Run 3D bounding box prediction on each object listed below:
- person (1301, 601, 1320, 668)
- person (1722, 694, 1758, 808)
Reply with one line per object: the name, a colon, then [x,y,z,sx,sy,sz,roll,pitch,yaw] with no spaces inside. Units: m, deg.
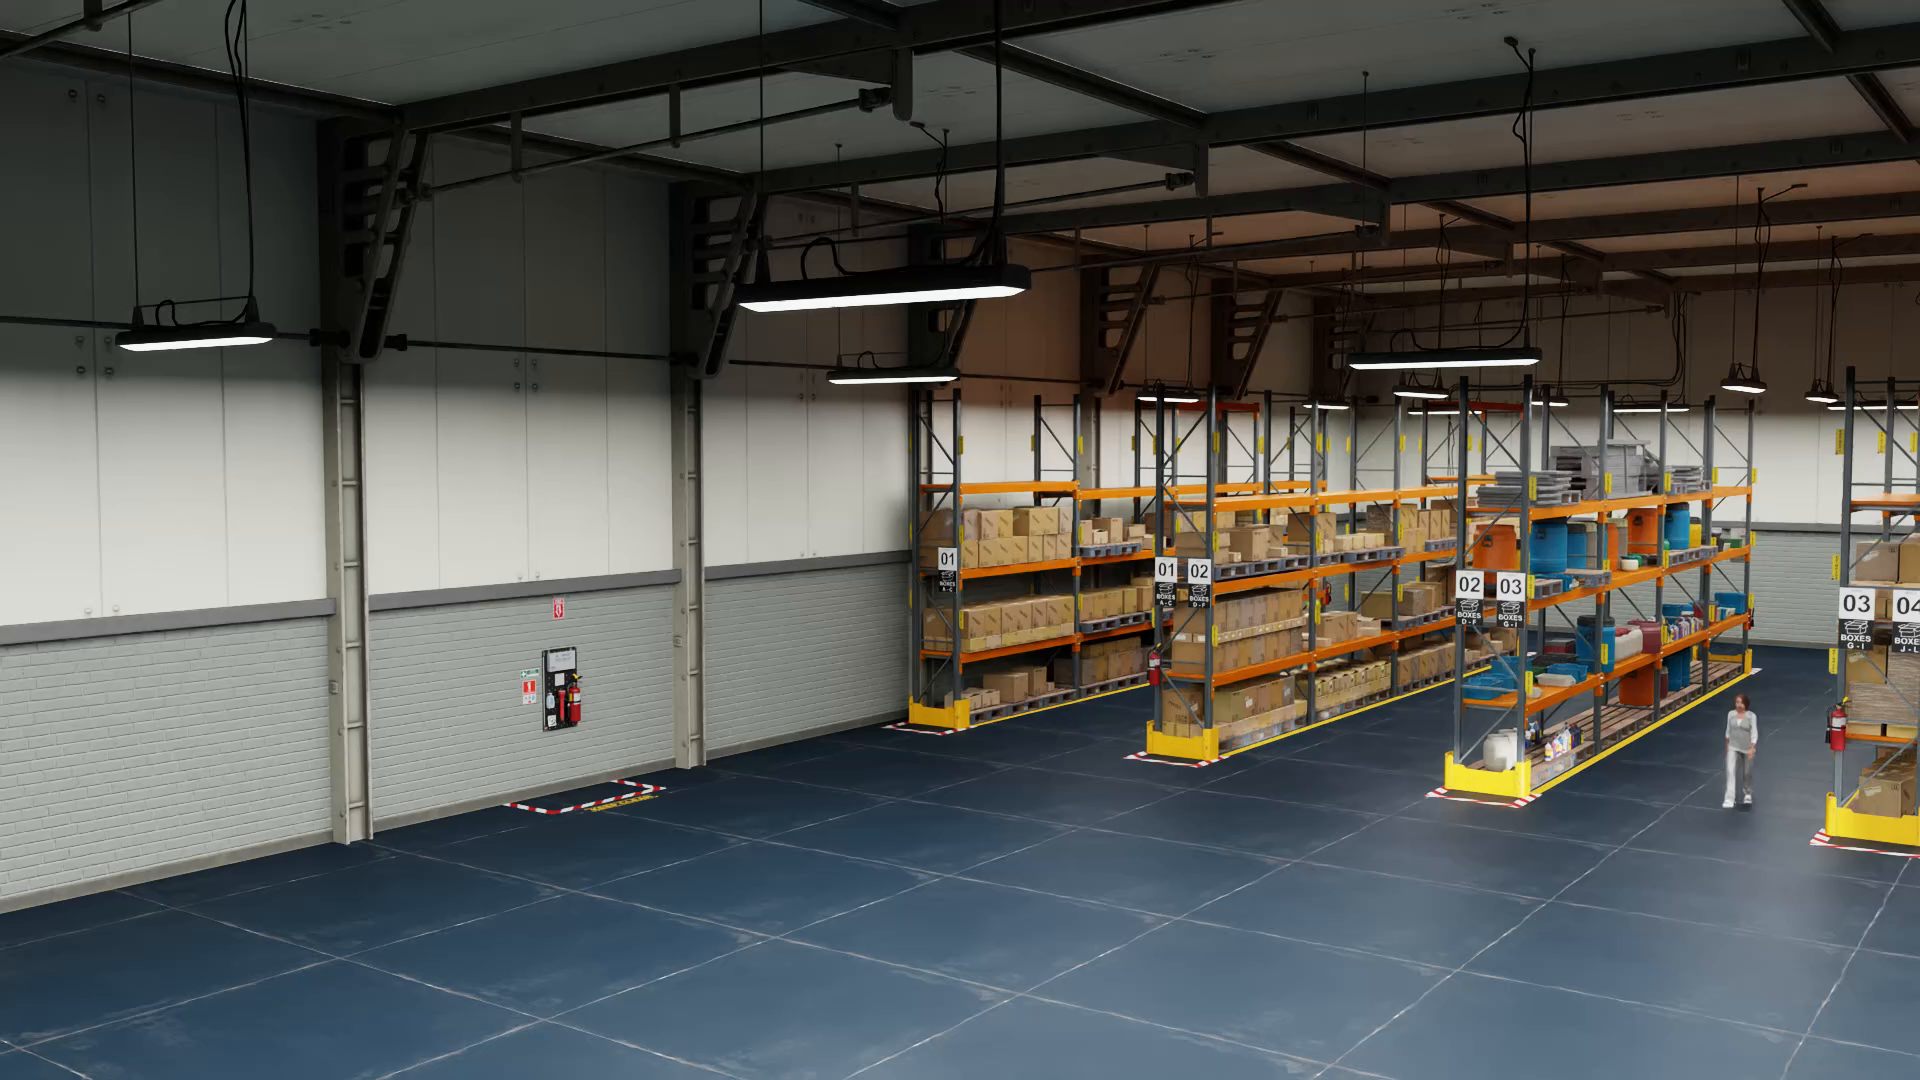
person: [7.372,2.145,34.678,0.617,1.767,0.468,1,3,11]
person: [10.756,2.900,22.915,0.434,1.547,0.946,2,4,35]
